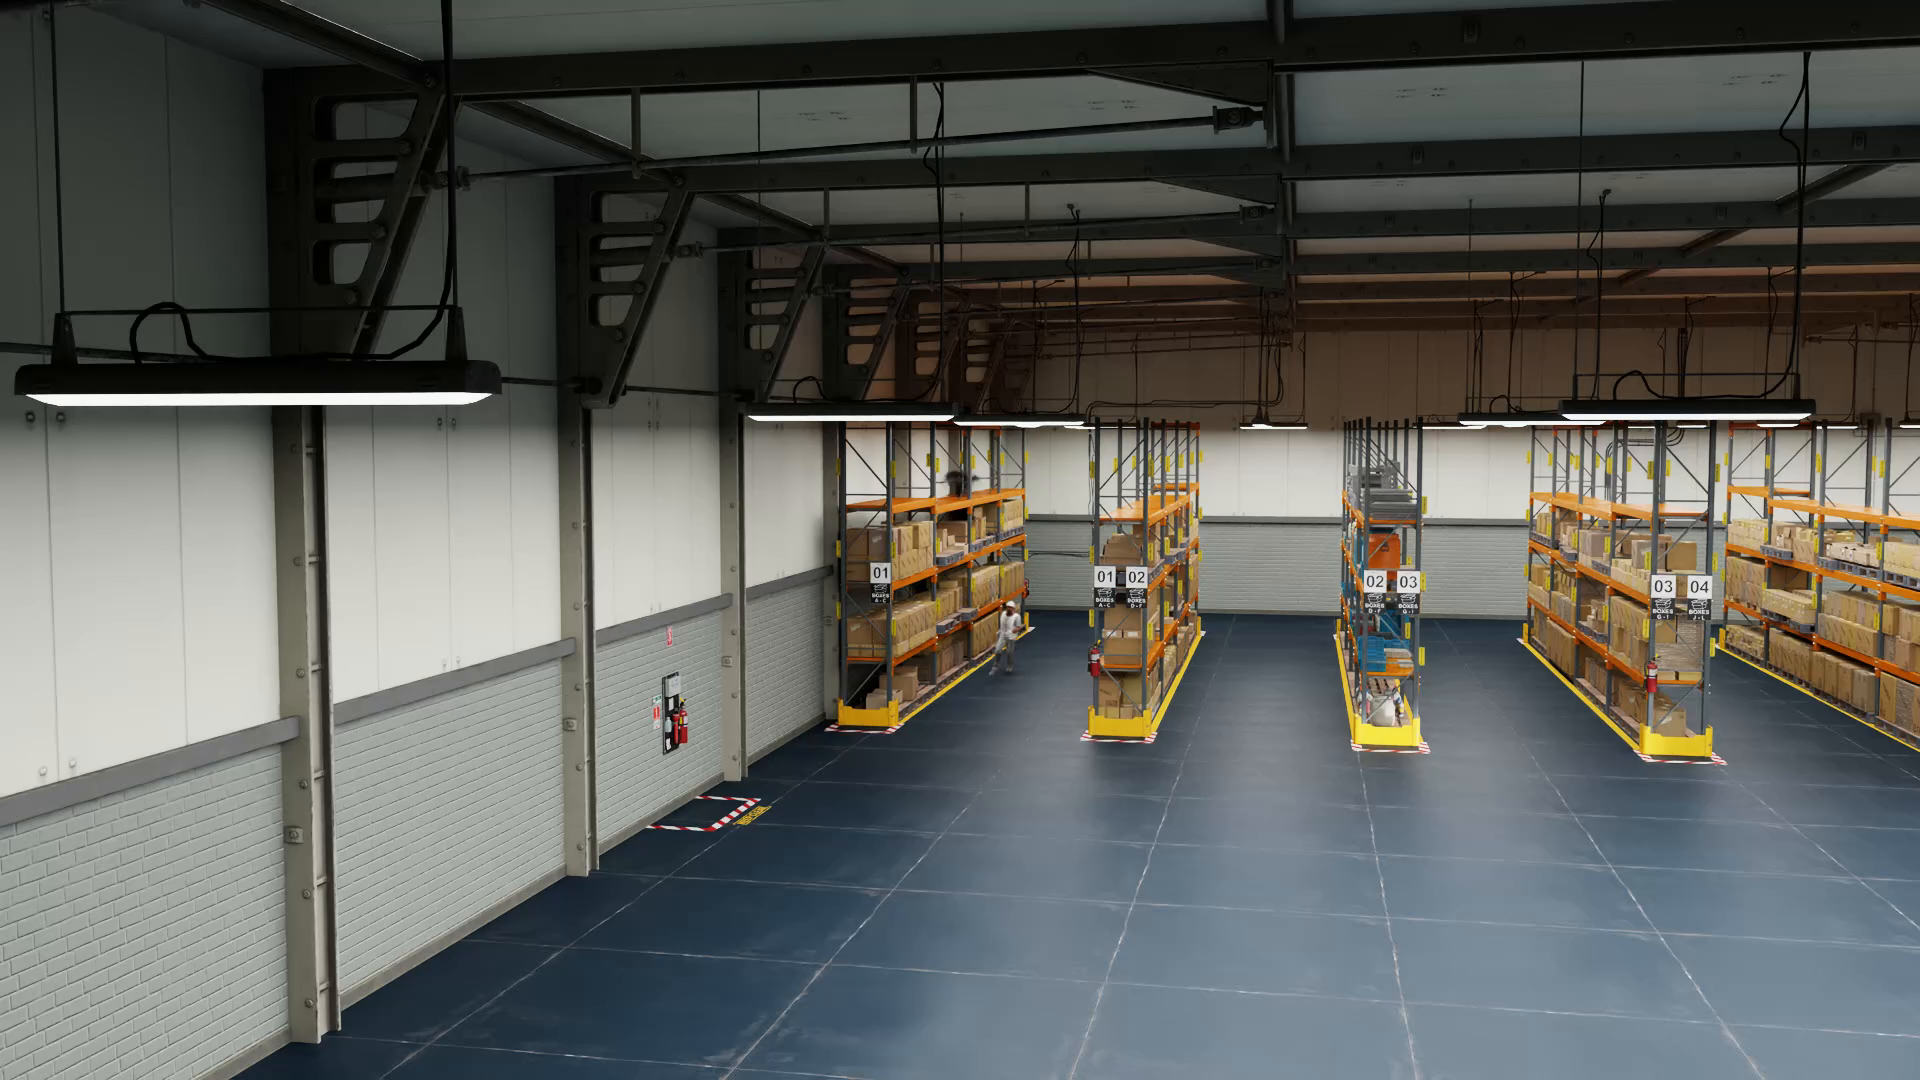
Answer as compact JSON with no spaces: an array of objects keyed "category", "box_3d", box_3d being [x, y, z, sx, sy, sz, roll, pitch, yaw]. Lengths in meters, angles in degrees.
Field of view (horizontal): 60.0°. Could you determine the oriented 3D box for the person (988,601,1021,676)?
[{"category":"person","box_3d":[1.110,2.297,38.976,0.737,1.752,0.838,2,4,22]}]
